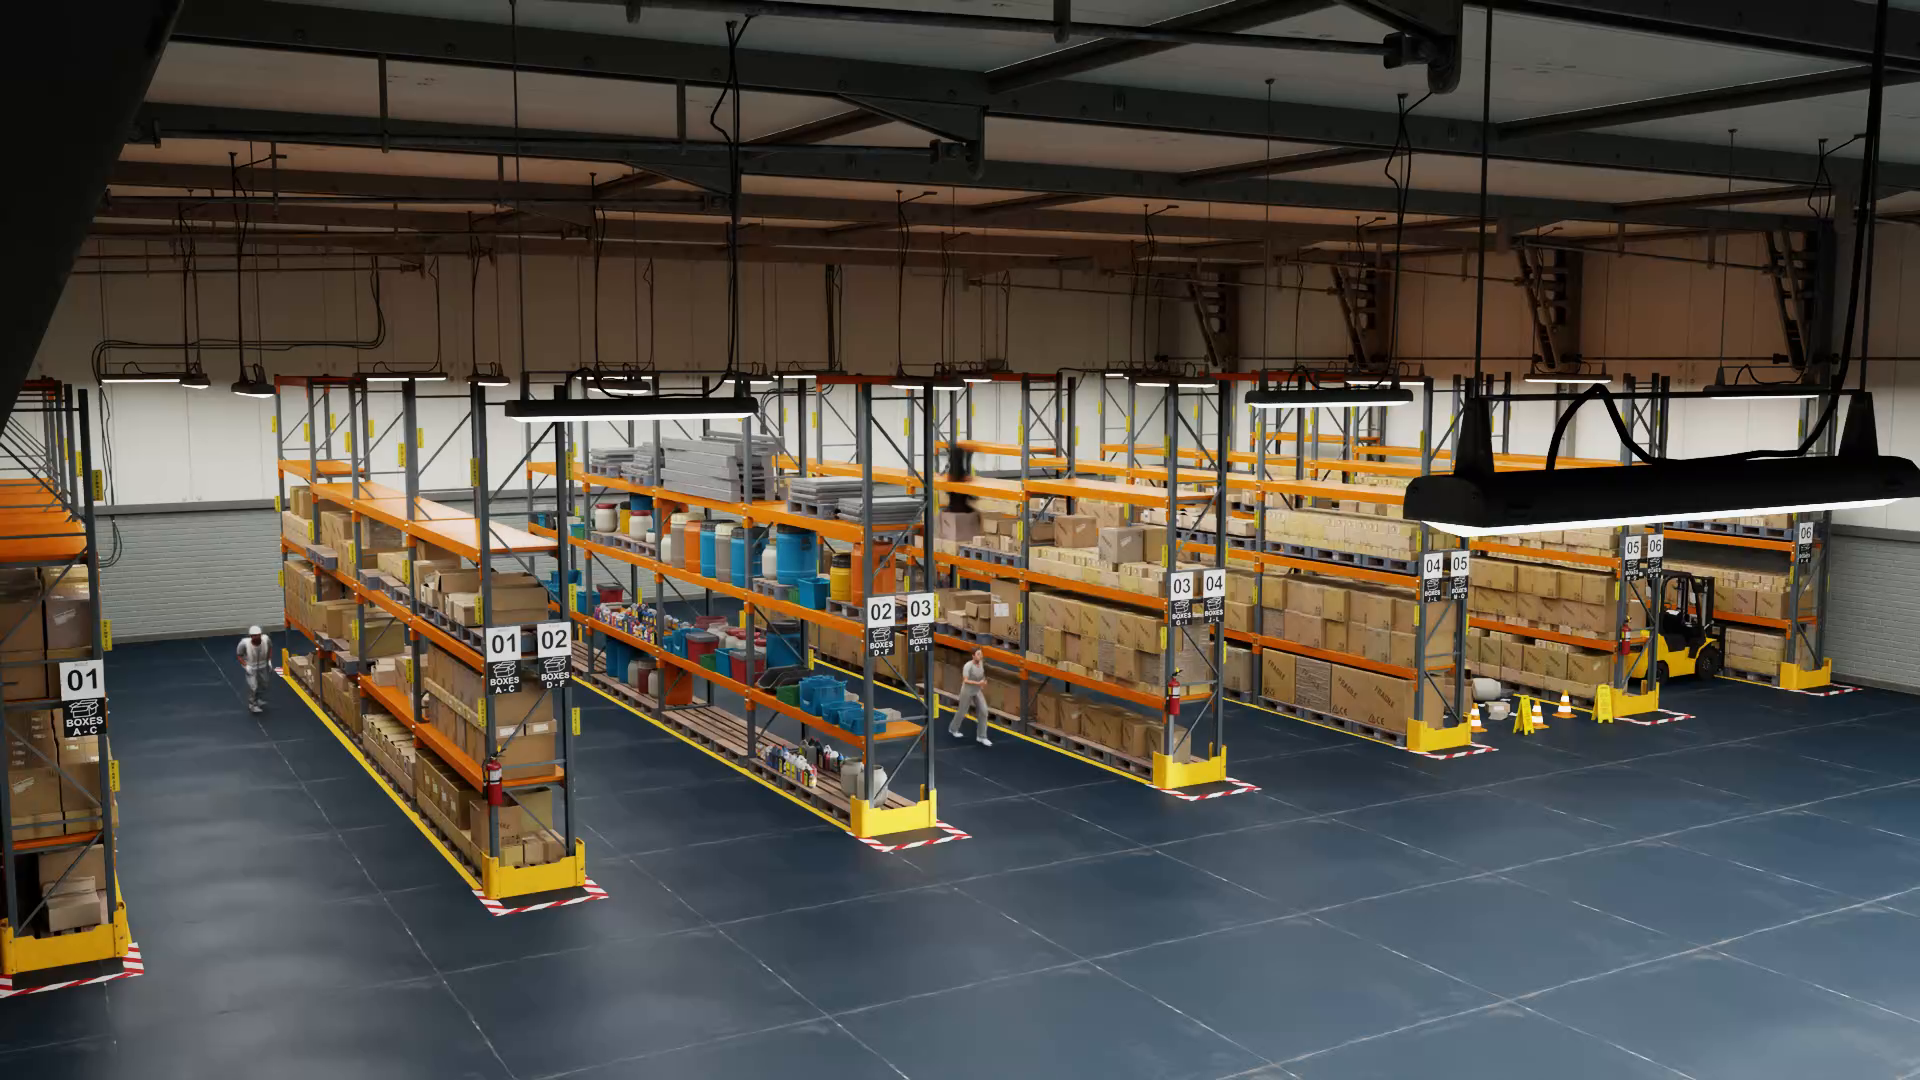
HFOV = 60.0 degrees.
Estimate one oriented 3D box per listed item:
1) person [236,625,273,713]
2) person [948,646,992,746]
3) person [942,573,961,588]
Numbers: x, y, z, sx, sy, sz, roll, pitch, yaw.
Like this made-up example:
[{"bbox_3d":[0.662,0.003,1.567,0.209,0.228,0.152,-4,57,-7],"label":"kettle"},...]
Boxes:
[{"bbox_3d":[-12.592,2.278,29.681,0.935,1.620,0.684,5,8,41],"label":"person"},{"bbox_3d":[0.167,2.528,27.349,0.569,1.640,0.953,-5,8,-40],"label":"person"},{"bbox_3d":[-0.235,0.725,43.329,0.642,1.765,0.844,3,7,24],"label":"person"}]
